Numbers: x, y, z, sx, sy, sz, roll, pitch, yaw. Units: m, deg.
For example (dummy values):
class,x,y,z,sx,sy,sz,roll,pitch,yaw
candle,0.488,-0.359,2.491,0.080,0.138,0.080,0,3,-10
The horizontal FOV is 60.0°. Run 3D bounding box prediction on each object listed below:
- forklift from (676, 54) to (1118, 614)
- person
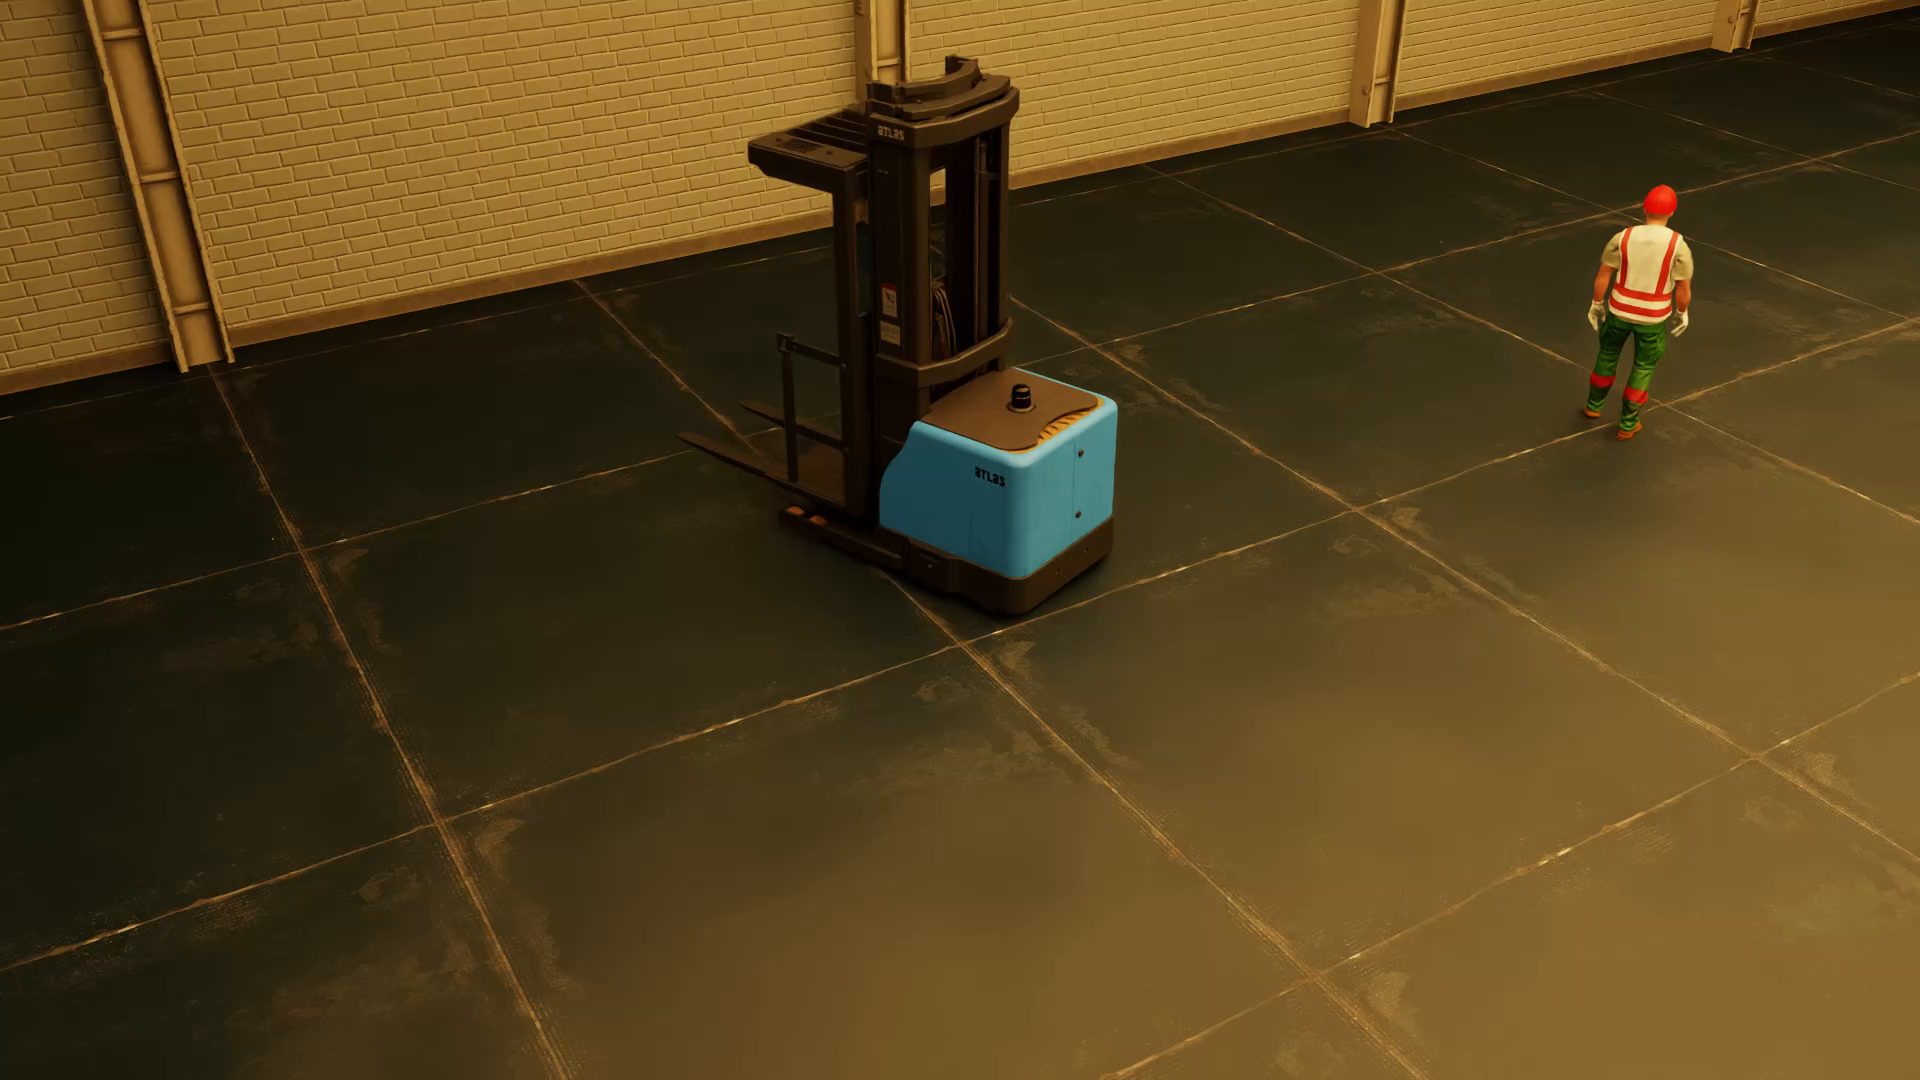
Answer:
class,x,y,z,sx,sy,sz,roll,pitch,yaw
forklift,-0.529,-1.435,10.044,3.031,2.935,1.130,22,37,32
person,4.691,-1.580,11.448,0.629,1.816,0.510,18,36,28
